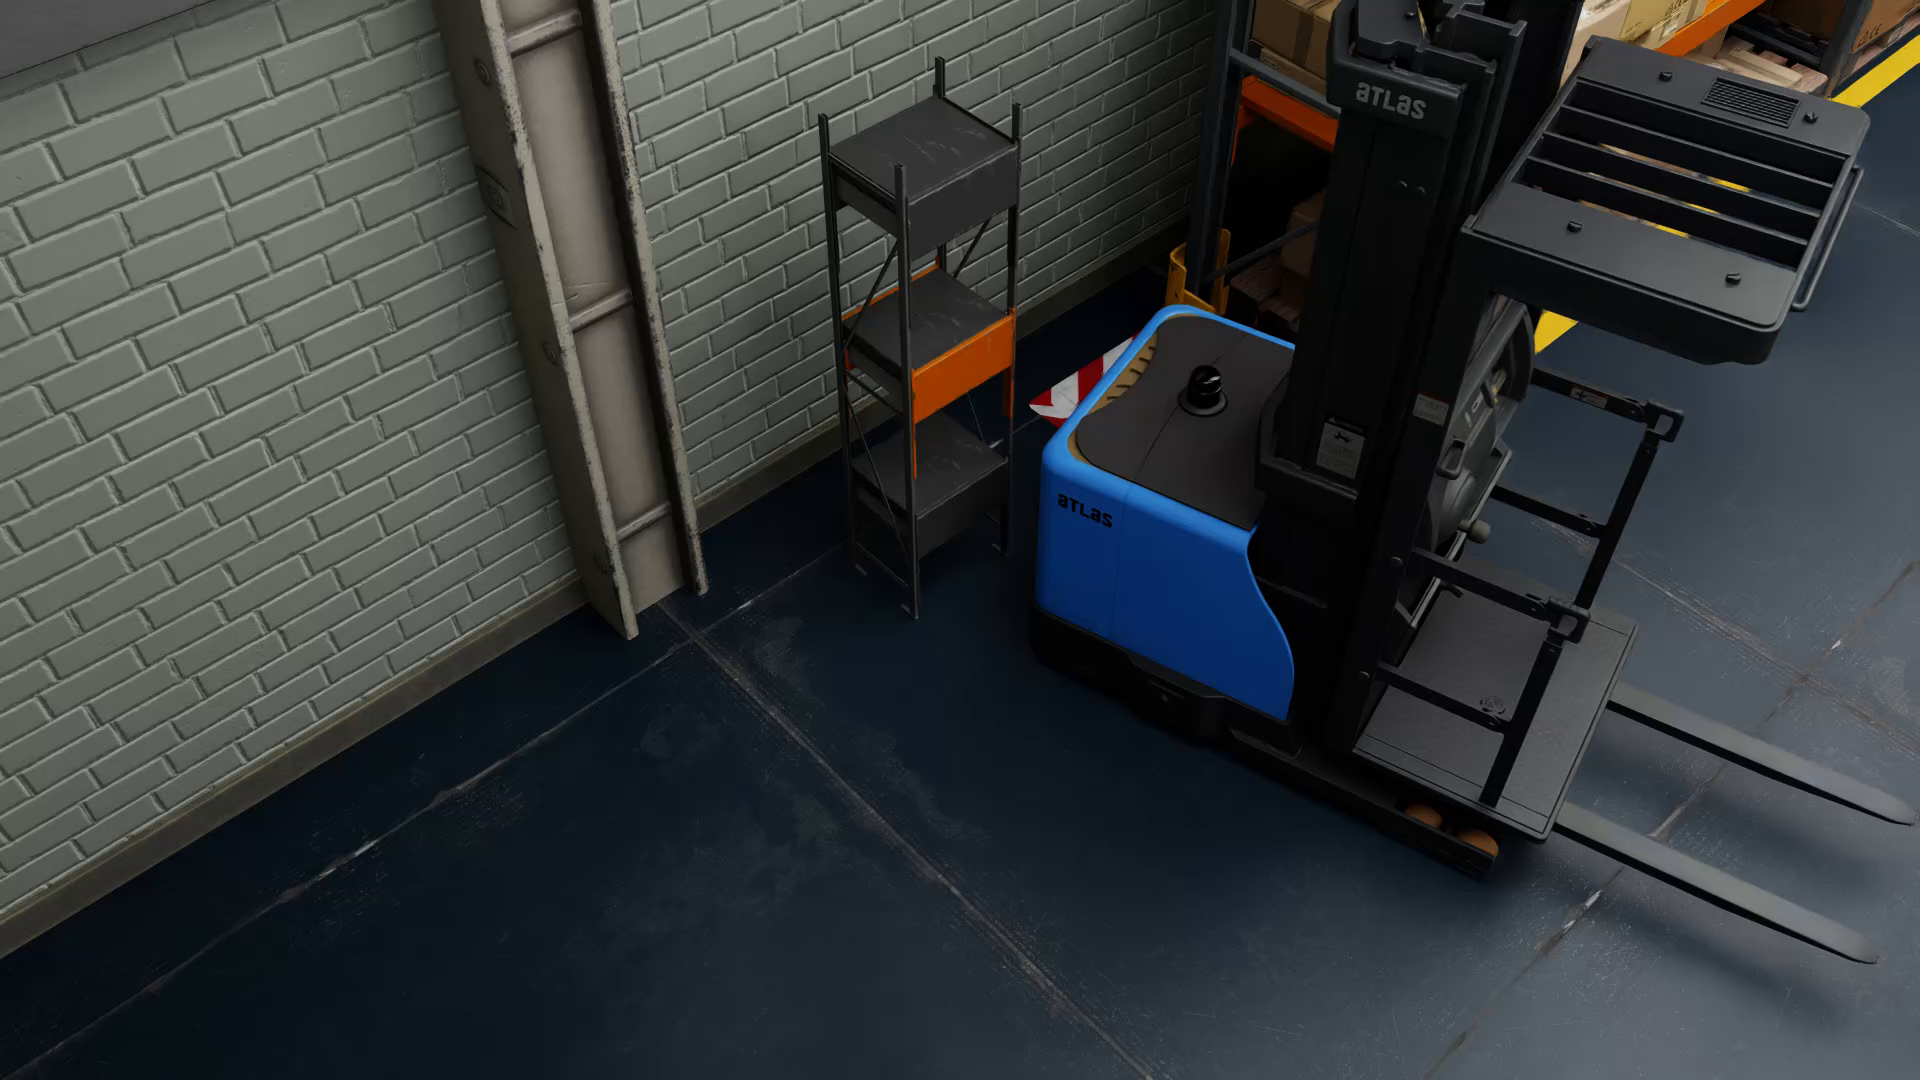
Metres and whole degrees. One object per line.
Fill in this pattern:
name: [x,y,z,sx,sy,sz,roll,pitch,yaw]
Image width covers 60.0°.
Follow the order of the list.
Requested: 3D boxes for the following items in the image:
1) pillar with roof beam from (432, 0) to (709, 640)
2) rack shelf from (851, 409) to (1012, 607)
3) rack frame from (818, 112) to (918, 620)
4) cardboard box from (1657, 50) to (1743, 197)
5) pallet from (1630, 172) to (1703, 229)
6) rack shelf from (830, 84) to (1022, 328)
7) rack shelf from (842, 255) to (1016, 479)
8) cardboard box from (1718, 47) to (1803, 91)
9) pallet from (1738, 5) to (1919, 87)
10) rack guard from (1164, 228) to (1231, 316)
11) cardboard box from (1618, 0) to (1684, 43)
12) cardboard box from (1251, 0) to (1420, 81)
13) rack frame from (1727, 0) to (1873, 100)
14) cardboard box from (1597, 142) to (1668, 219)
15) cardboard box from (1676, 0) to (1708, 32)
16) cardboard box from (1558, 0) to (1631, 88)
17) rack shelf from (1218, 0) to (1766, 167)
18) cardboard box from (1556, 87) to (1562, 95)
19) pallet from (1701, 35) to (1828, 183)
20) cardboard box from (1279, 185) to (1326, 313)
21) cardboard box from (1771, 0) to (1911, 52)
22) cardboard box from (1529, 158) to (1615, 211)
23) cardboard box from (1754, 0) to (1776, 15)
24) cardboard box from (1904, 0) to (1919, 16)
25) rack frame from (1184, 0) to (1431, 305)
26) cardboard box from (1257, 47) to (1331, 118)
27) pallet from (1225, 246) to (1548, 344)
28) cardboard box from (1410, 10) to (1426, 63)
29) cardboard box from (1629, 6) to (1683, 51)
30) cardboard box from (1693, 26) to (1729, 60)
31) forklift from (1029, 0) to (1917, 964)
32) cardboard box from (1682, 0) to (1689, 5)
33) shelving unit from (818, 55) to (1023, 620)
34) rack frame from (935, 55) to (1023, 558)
pillar with roof beam: [1.651,-0.501,1.143,0.400,9.000,9.100,-34,56,-27]
rack shelf: [-0.122,-0.146,6.481,0.480,0.518,0.431,-34,56,-27]
rack frame: [-0.303,-0.510,5.845,0.015,2.100,0.400,-34,56,-27]
cardboard box: [3.299,-2.111,8.125,0.500,0.500,0.700,-36,57,-28]
pallet: [2.904,-1.737,8.263,1.213,0.211,1.003,-34,56,-27]
rack shelf: [-0.122,-1.096,5.452,0.480,0.518,0.431,-34,56,-27]
rack shelf: [-0.122,-0.621,5.966,0.480,0.518,0.431,-34,56,-27]
cardboard box: [4.101,-2.369,8.602,0.250,0.149,0.380,-35,56,-28]
pallet: [4.892,-3.105,9.525,1.213,0.211,1.003,-34,56,-27]
rack guard: [1.412,-0.840,7.239,0.348,0.500,1.175,-34,56,-27]
cardboard box: [2.619,-2.280,6.766,0.500,0.250,0.500,-35,56,-28]
cardboard box: [1.518,-2.072,6.574,0.500,0.250,0.500,-32,55,-26]
rack frame: [4.316,-3.628,8.110,0.127,3.000,1.000,-34,56,-27]
cardboard box: [2.990,-1.805,7.842,0.500,0.500,0.500,-33,55,-27]
cardboard box: [2.952,-2.330,7.083,0.250,0.149,0.380,-33,55,-26]
cardboard box: [2.246,-2.028,6.533,0.500,0.250,0.500,-33,55,-27]
rack shelf: [2.836,-2.395,7.462,4.000,0.370,1.077,-34,56,-27]
cardboard box: [2.340,-1.970,6.751,0.250,0.149,0.380,-32,55,-26]
pallet: [3.807,-2.344,8.822,1.213,0.211,1.003,-34,56,-27]
cardboard box: [1.873,-1.197,7.280,0.637,0.503,0.797,-36,57,-28]
cardboard box: [4.825,-3.040,8.982,0.500,0.500,0.500,-31,55,-26]
cardboard box: [2.531,-1.598,7.651,0.500,0.500,0.700,-32,55,-26]
cardboard box: [4.480,-3.327,9.247,0.500,0.500,0.500,-34,56,-27]
cardboard box: [5.212,-3.308,9.230,0.500,0.500,0.500,-34,56,-28]
rack frame: [1.356,-1.651,6.285,0.127,3.000,1.000,-34,56,-27]
cardboard box: [1.421,-1.875,6.663,0.250,0.149,0.380,-34,56,-28]
pallet: [2.002,-1.137,7.709,1.213,0.211,1.003,-34,56,-27]
cardboard box: [1.873,-1.778,6.303,0.500,0.250,0.500,-33,56,-27]
cardboard box: [2.771,-2.189,6.953,0.250,0.149,0.380,-35,56,-28]
cardboard box: [3.668,-2.661,8.761,0.500,0.311,0.500,-32,55,-26]
forklift: [1.786,-0.294,5.080,3.031,2.935,1.130,24,52,21]
cardboard box: [2.983,-2.545,7.010,0.500,0.250,0.500,-35,56,-28]
shelving unit: [-0.122,-0.630,5.956,0.503,2.100,0.431,-34,56,-27]
rack frame: [0.058,-0.751,6.067,0.015,2.100,0.400,-34,56,-27]
